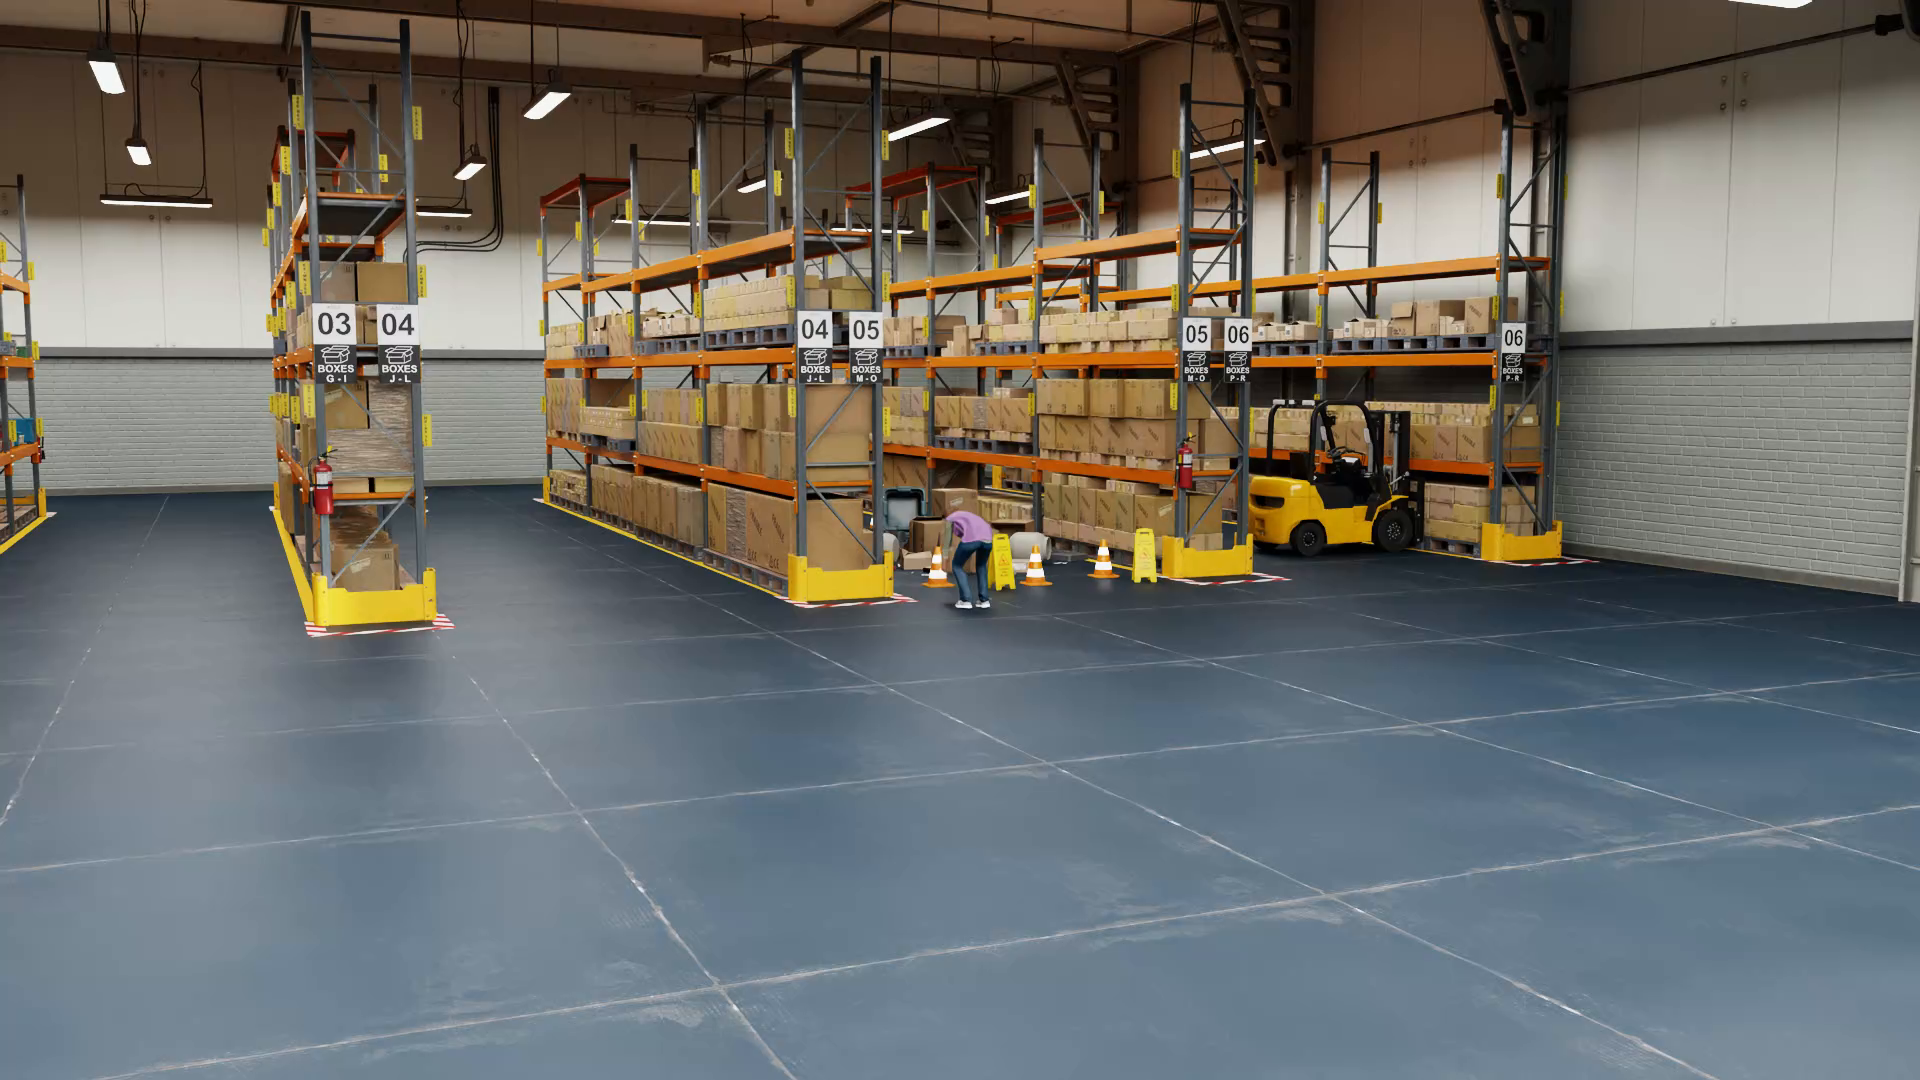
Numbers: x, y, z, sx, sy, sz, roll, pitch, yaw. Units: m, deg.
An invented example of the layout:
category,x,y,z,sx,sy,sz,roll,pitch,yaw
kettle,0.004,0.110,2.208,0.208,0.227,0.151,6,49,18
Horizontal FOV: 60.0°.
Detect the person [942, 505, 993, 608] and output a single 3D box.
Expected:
category,x,y,z,sx,sy,sz,roll,pitch,yaw
person,0.065,0.182,18.028,0.408,1.078,0.850,-3,6,-26
